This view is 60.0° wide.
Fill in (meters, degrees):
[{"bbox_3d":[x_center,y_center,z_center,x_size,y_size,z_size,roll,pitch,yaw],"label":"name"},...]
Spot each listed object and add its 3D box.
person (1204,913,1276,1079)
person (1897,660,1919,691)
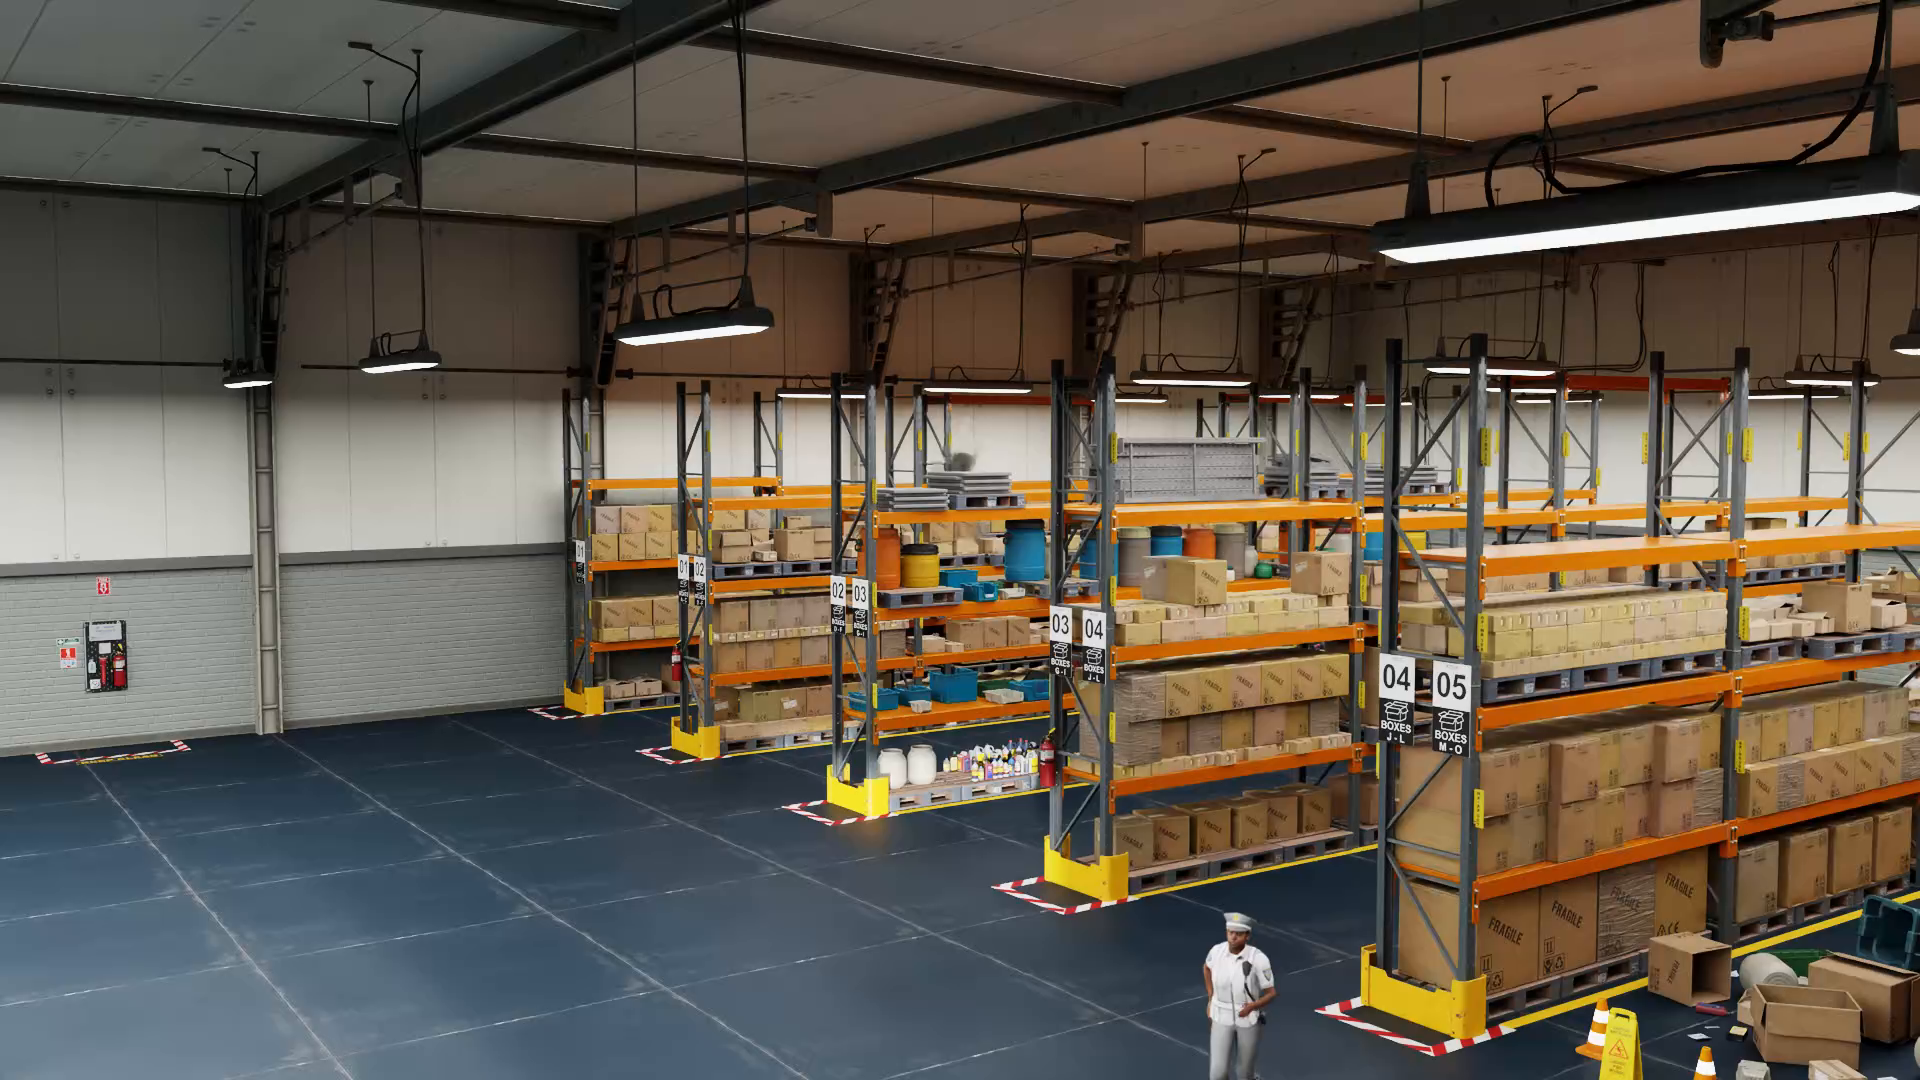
[{"bbox_3d":[2.025,3.556,12.154,0.568,1.732,0.713,1,4,18],"label":"person"},{"bbox_3d":[15.111,2.678,26.230,0.658,1.667,0.712,2,4,29],"label":"person"}]
